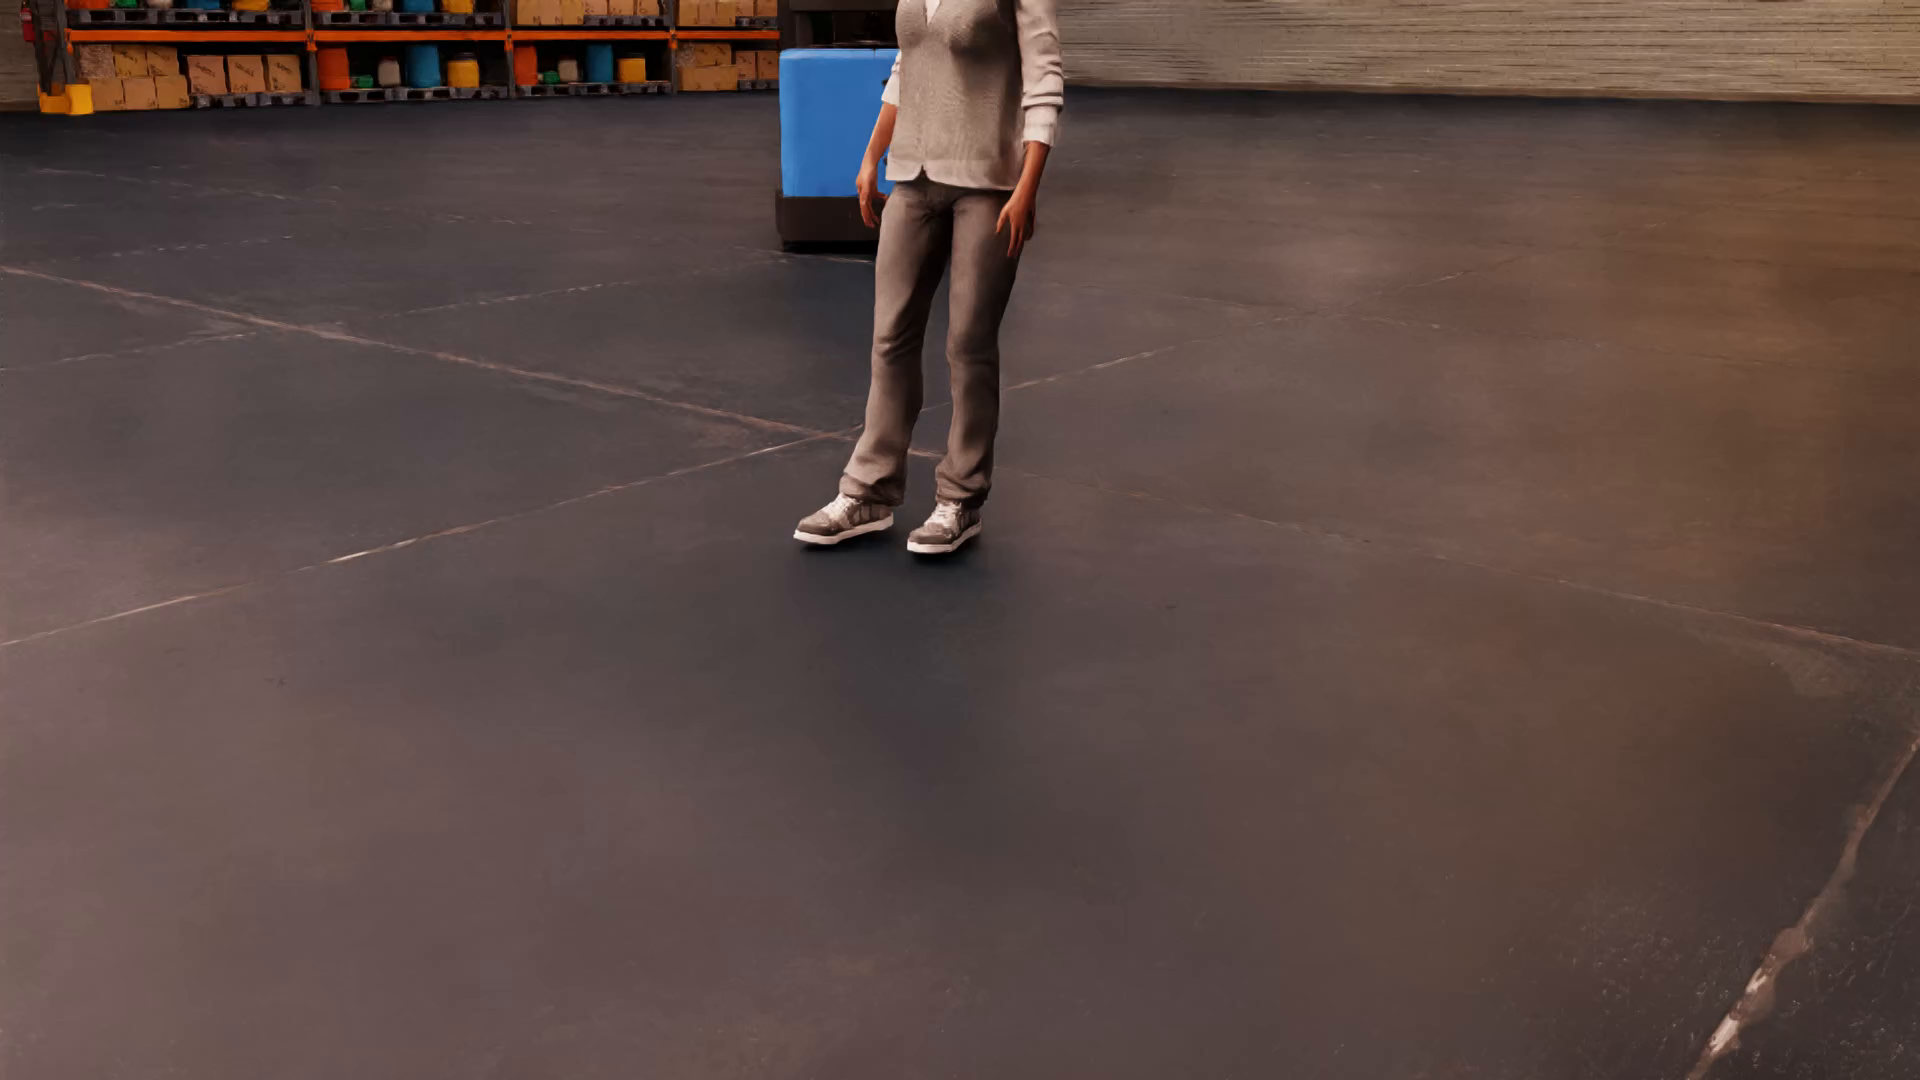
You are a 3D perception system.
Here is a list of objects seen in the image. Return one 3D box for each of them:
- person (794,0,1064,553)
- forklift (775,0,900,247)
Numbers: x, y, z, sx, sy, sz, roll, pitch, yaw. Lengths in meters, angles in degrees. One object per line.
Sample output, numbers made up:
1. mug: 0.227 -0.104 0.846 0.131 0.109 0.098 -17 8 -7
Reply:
1. person: -0.058 -0.757 3.662 0.521 1.597 0.474 13 21 37
2. forklift: -0.561 -3.409 10.124 1.130 2.935 3.031 -1 17 -4
